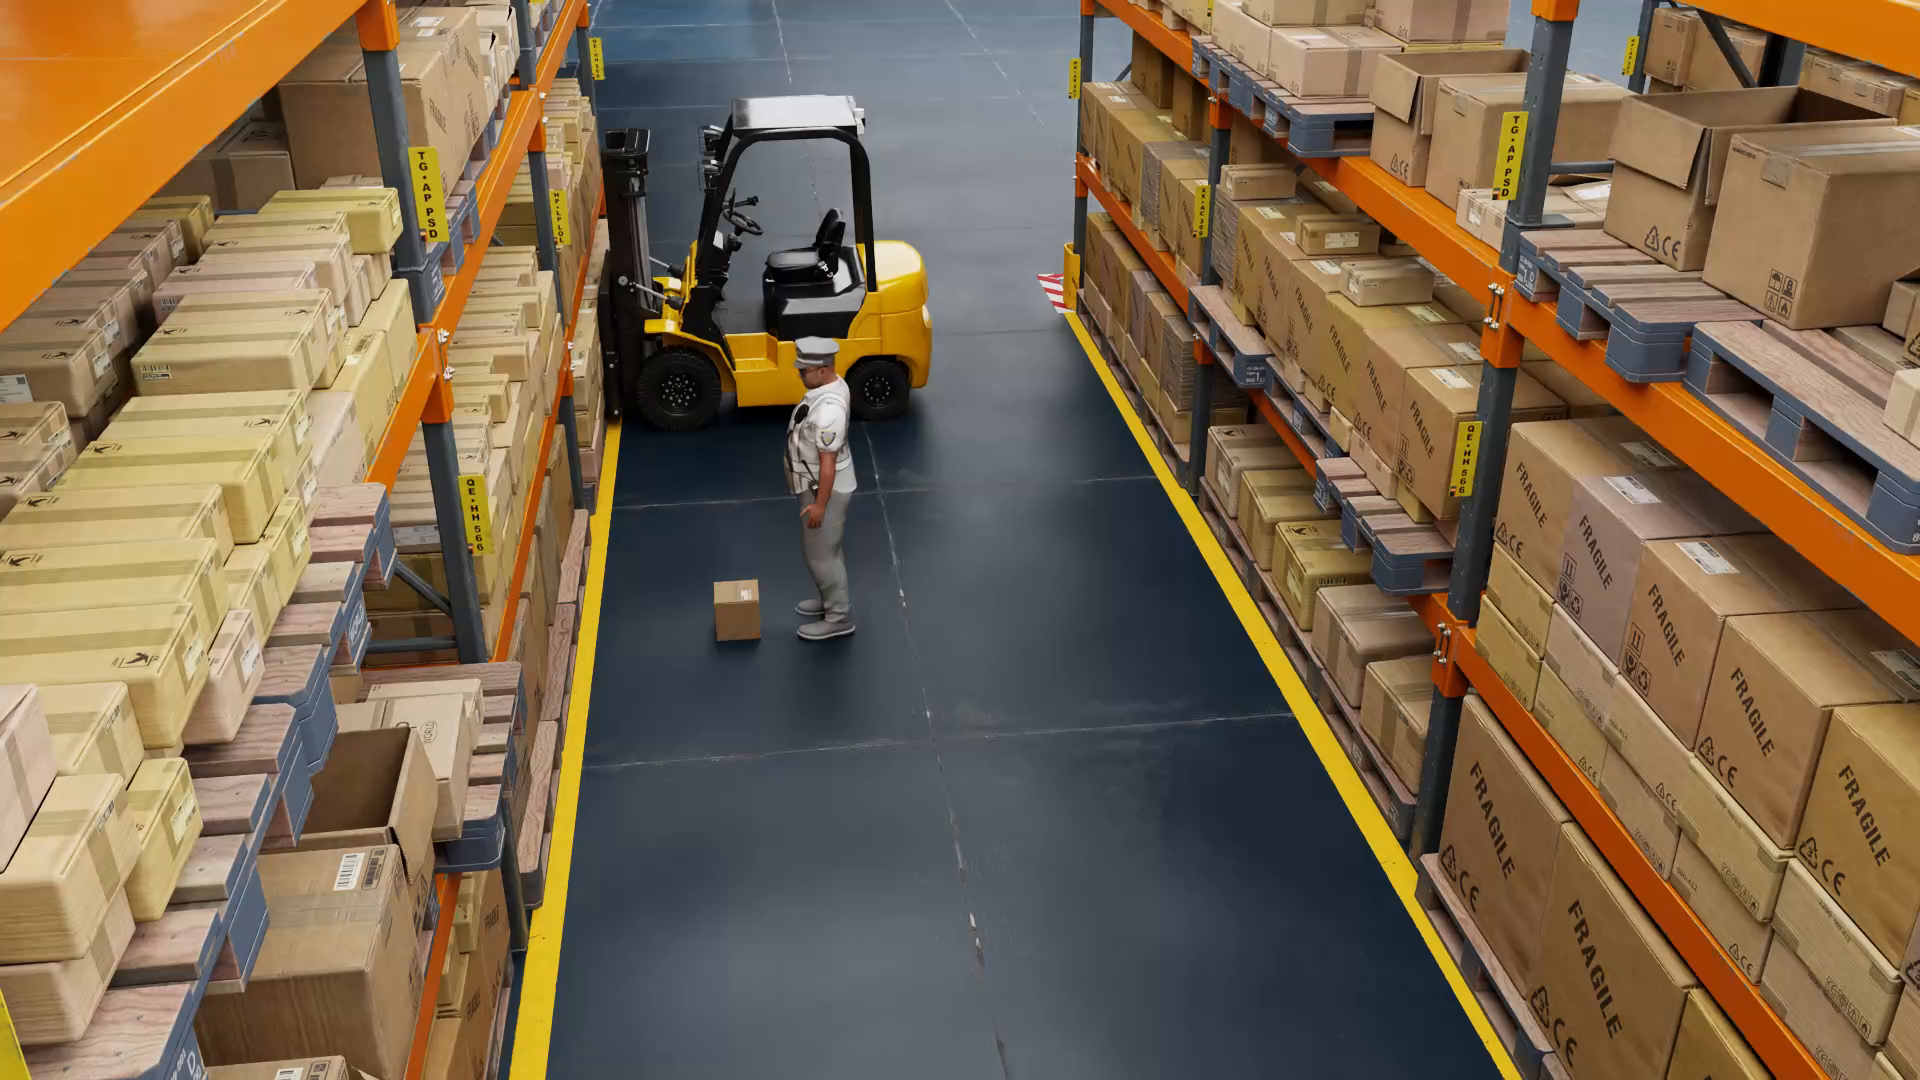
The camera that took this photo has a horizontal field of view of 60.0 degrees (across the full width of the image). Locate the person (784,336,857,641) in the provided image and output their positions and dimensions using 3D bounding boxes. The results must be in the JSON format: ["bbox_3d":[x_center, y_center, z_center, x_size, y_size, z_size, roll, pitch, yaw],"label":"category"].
[{"bbox_3d":[-0.776,-0.285,9.184,0.377,1.742,0.529,-3,27,-6],"label":"person"}]
